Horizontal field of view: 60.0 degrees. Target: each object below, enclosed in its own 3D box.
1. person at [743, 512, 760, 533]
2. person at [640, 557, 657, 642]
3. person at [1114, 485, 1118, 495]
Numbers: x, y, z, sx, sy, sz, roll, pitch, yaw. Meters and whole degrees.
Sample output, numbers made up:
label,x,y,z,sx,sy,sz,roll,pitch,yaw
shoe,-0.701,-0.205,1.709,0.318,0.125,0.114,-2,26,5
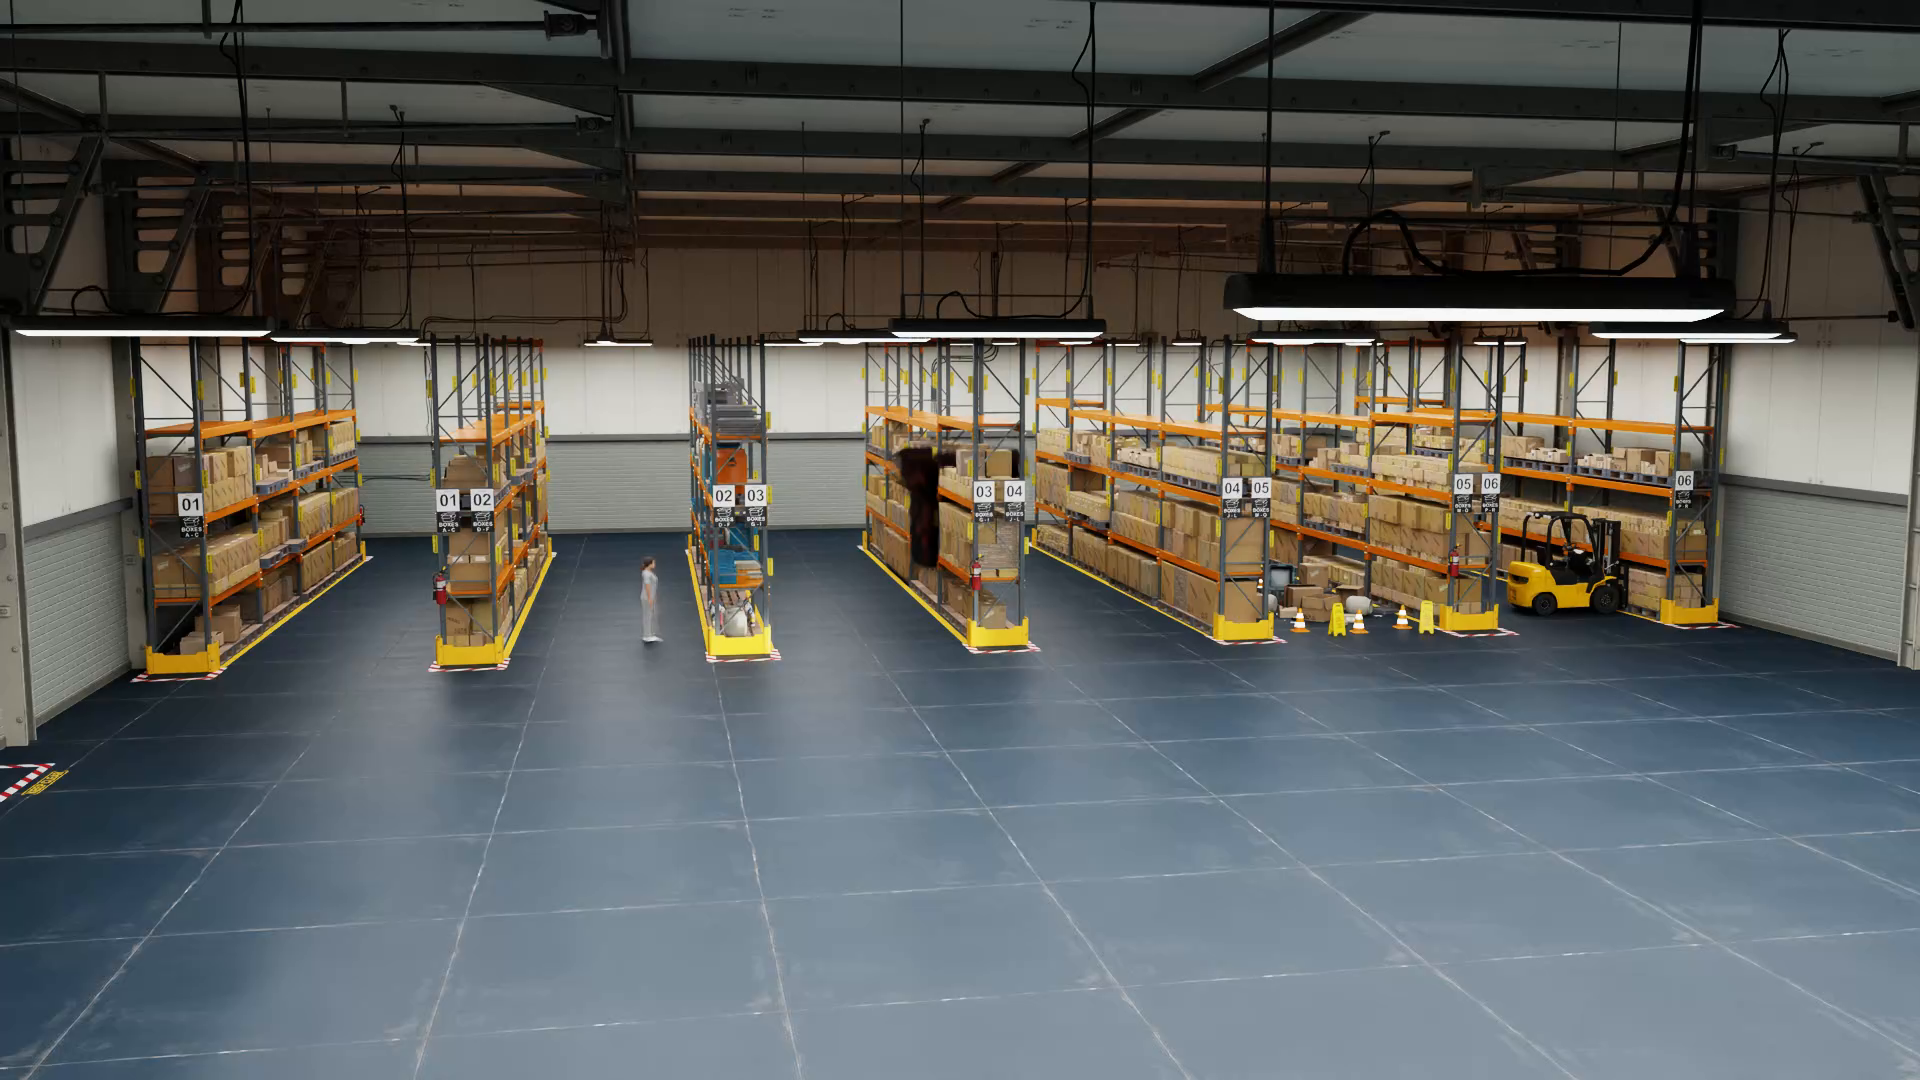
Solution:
label,x,y,z,sx,sy,sz,roll,pitch,yaw
person,-5.610,-0.273,44.726,0.417,1.781,0.694,0,7,-1
person,-6.123,1.155,32.664,0.352,1.677,0.487,0,7,2
person,4.507,-0.655,48.321,0.390,1.679,0.605,-1,7,-11
